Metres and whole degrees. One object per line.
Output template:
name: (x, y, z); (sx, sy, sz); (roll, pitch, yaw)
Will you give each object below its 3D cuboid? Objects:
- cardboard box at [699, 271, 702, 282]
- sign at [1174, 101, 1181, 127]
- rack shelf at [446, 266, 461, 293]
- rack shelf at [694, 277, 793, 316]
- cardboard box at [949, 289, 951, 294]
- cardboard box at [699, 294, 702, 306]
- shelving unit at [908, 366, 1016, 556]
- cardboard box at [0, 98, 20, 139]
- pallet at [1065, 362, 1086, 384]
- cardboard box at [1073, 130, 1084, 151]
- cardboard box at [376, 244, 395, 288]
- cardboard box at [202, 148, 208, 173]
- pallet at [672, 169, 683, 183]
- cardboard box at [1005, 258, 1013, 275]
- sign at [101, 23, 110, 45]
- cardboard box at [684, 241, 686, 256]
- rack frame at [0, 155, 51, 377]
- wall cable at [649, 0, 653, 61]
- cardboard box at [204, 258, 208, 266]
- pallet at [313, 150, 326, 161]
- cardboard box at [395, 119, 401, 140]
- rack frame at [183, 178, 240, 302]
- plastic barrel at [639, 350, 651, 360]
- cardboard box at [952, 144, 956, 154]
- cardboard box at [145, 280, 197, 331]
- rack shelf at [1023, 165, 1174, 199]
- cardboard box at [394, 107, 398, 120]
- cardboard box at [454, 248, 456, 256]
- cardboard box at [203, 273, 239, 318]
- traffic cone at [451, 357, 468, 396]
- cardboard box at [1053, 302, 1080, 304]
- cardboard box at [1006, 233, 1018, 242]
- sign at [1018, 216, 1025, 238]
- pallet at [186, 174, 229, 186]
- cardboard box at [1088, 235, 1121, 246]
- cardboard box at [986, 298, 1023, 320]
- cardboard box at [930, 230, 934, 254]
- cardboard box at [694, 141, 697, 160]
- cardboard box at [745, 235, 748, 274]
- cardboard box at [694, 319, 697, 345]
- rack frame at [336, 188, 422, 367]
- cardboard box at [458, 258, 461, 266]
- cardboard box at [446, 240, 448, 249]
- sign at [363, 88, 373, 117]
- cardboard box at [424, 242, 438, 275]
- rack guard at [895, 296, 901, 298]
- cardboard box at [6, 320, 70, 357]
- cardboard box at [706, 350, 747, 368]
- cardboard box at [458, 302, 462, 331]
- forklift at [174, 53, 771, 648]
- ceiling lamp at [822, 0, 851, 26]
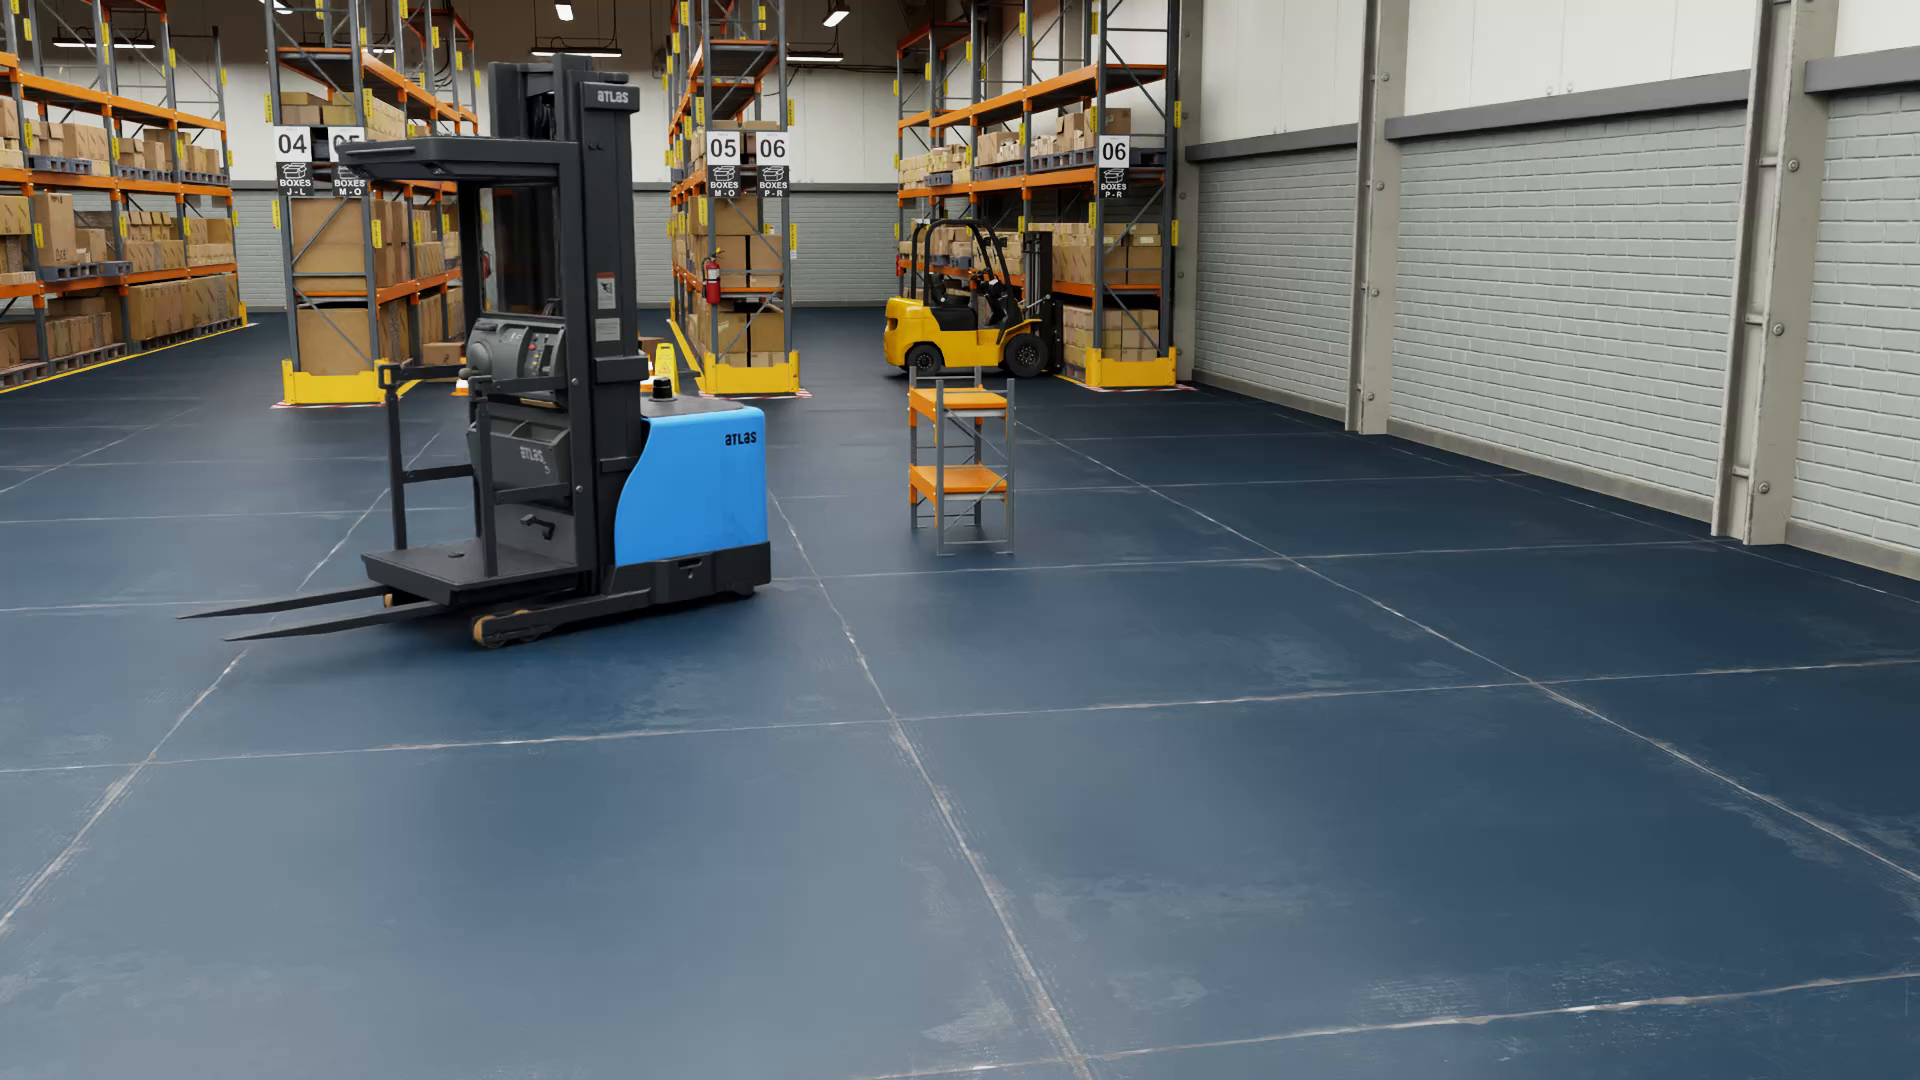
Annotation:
cardboard box: (-3.411, -3.646, 23.002); (0.380, 0.149, 0.250); (-2, 11, -11)
sign: (2.794, -5.482, 21.406); (0.100, 0.325, 0.005); (-2, 11, -11)
rack shelf: (-9.400, -4.622, 29.383); (1.077, 0.370, 4.000); (-2, 11, -11)
rack shelf: (-3.009, -3.354, 22.717); (1.077, 0.370, 4.000); (-2, 11, -11)
cardboard box: (-0.007, -4.752, 31.969); (0.380, 0.149, 0.250); (-2, 11, -11)
cardboard box: (-3.481, -3.379, 23.418); (0.380, 0.149, 0.250); (-2, 11, -9)
shelving unit: (-0.001, -0.554, 11.098); (0.538, 1.125, 1.048); (-2, 11, -11)
cardboard box: (-12.781, -5.554, 21.935); (0.500, 0.500, 0.500); (-2, 11, -13)
pallet: (2.059, -2.290, 22.665); (1.003, 0.211, 1.213); (-2, 11, -11)
cardboard box: (1.740, -5.372, 22.343); (0.396, 0.266, 0.258); (-2, 11, -11)
cardboard box: (-7.686, -3.489, 21.104); (0.875, 0.550, 0.550); (-2, 11, -11)
cardboard box: (-15.307, -7.491, 32.853); (0.700, 0.500, 0.500); (-3, 11, -13)
pallet: (-4.353, -6.304, 28.779); (1.213, 0.211, 1.003); (-2, 11, -8)
cardboard box: (1.013, -4.356, 26.462); (0.500, 0.250, 0.500); (-2, 11, -11)
sign: (-13.366, -7.913, 25.996); (0.100, 0.325, 0.005); (-2, 11, -11)
cardboard box: (-4.519, -5.059, 28.817); (0.500, 0.250, 0.500); (-2, 11, -11)
rack frame: (-13.118, -3.713, 22.684); (1.000, 3.000, 0.127); (-2, 11, -11)
wall cable: (-8.632, -13.145, 40.148); (2.355, 3.000, 0.029); (-2, 11, -11)
cardboard box: (-14.611, -5.315, 31.771); (0.380, 0.149, 0.250); (-2, 11, -12)
pallet: (-7.851, -4.931, 21.298); (1.003, 0.211, 1.213); (-2, 11, -11)
cardboard box: (-7.788, -5.503, 22.279); (0.500, 0.250, 0.500); (-2, 11, -11)
rack frame: (-15.452, -5.914, 34.247); (1.000, 3.000, 0.127); (-2, 11, -11)
plastic barrel: (-4.506, -2.398, 22.665); (0.512, 0.421, 0.421); (6, 12, 28)
cardboard box: (0.041, -7.624, 32.584); (0.396, 0.266, 0.258); (-2, 11, -12)
cardboard box: (-14.530, -4.227, 29.939); (1.225, 0.875, 0.875); (-2, 11, -11)
rack shelf: (1.859, -5.008, 23.389); (1.077, 0.370, 4.000); (-2, 11, -11)
cardboard box: (-7.704, -5.679, 22.136); (0.380, 0.149, 0.250); (-2, 11, -10)
cardboard box: (-9.420, -5.266, 30.392); (0.380, 0.149, 0.250); (-2, 11, -11)
cardboard box: (-15.249, -4.962, 33.805); (0.875, 0.875, 0.875); (-2, 11, -11)
traffic cone: (-6.166, -2.044, 20.700); (0.336, 0.463, 0.334); (-2, 11, -11)
cardboard box: (1.454, -3.317, 24.156); (0.500, 0.250, 0.500); (-2, 11, -9)
cardboard box: (0.941, -4.814, 26.465); (0.380, 0.149, 0.250); (-2, 11, -13)
sign: (0.940, -4.763, 25.315); (0.100, 0.325, 0.005); (-2, 11, -11)
pallet: (-15.298, -7.209, 33.262); (1.003, 0.211, 1.213); (-2, 11, -11)
cardboard box: (1.906, -3.942, 21.885); (0.380, 0.149, 0.250); (-2, 11, -10)
cardboard box: (0.935, -3.794, 28.335); (0.875, 0.625, 0.625); (-2, 11, -9)
cardboard box: (-0.211, -5.881, 32.681); (0.700, 0.500, 0.500); (-2, 11, -10)
cardboard box: (-3.387, -5.342, 22.826); (0.500, 0.250, 0.500); (-2, 11, -10)
cardboard box: (-2.544, -3.727, 21.694); (0.500, 0.500, 0.500); (-2, 11, -9)
cardboard box: (-3.782, -3.344, 26.651); (0.950, 0.372, 0.625); (-2, 11, -9)
rack frame: (-8.234, -3.875, 23.534); (1.000, 3.000, 0.127); (-2, 11, -11)
cardboard box: (-9.524, -5.283, 31.602); (0.380, 0.149, 0.250); (-2, 11, -9)
cardboard box: (-9.160, -5.170, 29.090); (0.380, 0.149, 0.250); (-2, 11, -12)
sign: (-6.910, -5.102, 19.410); (0.100, 0.325, 0.005); (-2, 11, -11)
cardboard box: (-8.468, -4.402, 26.034); (0.500, 0.500, 0.500); (-2, 11, -12)
rack guard: (-0.849, -5.214, 37.253); (1.175, 0.500, 0.348); (-2, 11, -11)
cardboard box: (-13.291, -2.903, 23.935); (0.700, 0.500, 0.500); (-2, 11, -11)
cardboard box: (-3.046, -2.339, 21.691); (0.500, 0.250, 0.500); (-2, 11, -11)
cardboard box: (-9.203, -4.006, 29.783); (0.500, 0.500, 0.500); (-2, 11, -12)
forklift: (-2.497, -1.005, 8.635); (3.031, 2.935, 1.130); (-10, 15, -43)
ceiling lamp: (-2.078, -11.303, 30.904); (0.800, 3.185, 2.000); (-2, 11, -11)
